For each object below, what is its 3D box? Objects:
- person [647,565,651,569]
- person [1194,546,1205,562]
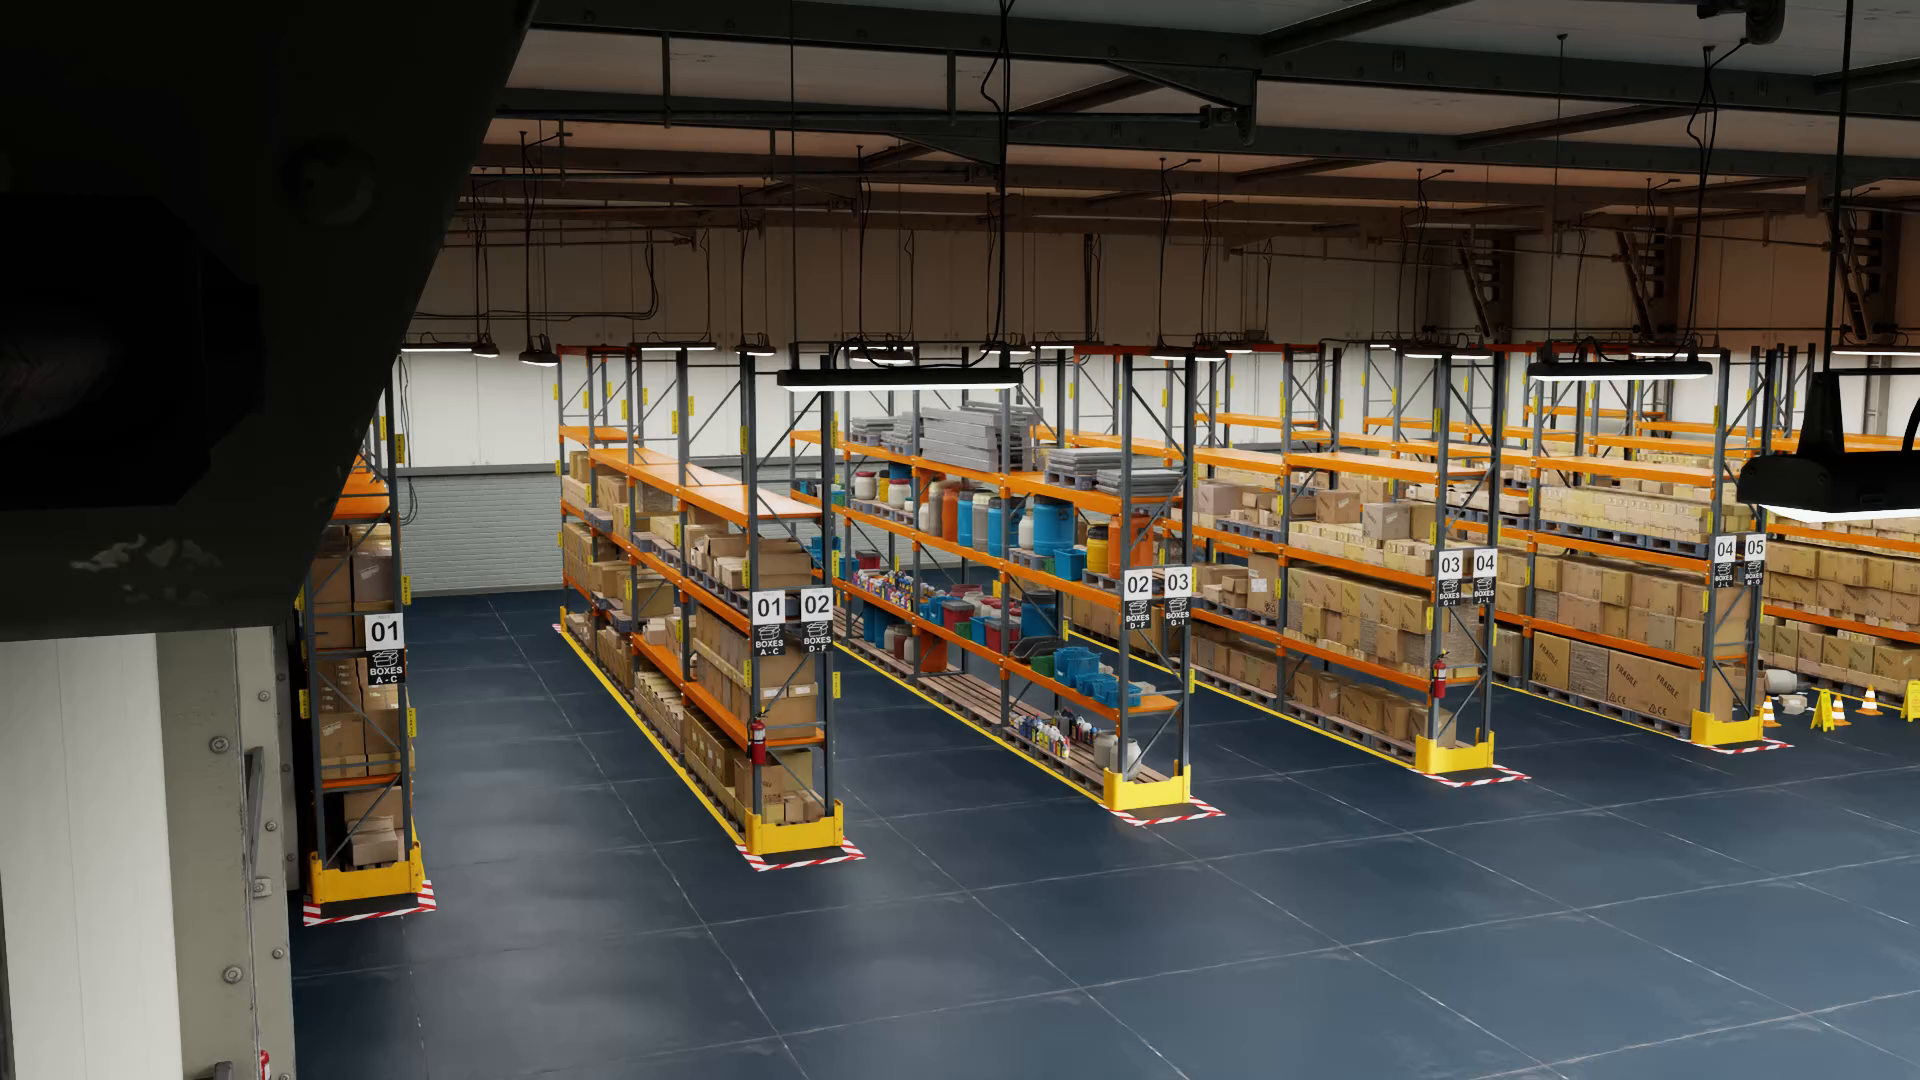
[{"bbox_3d":[-7.154,0.600,38.361,0.619,1.710,1.081,-3,8,-24],"label":"person"},{"bbox_3d":[6.025,0.046,42.720,0.997,1.733,0.557,-4,8,-30],"label":"person"}]
